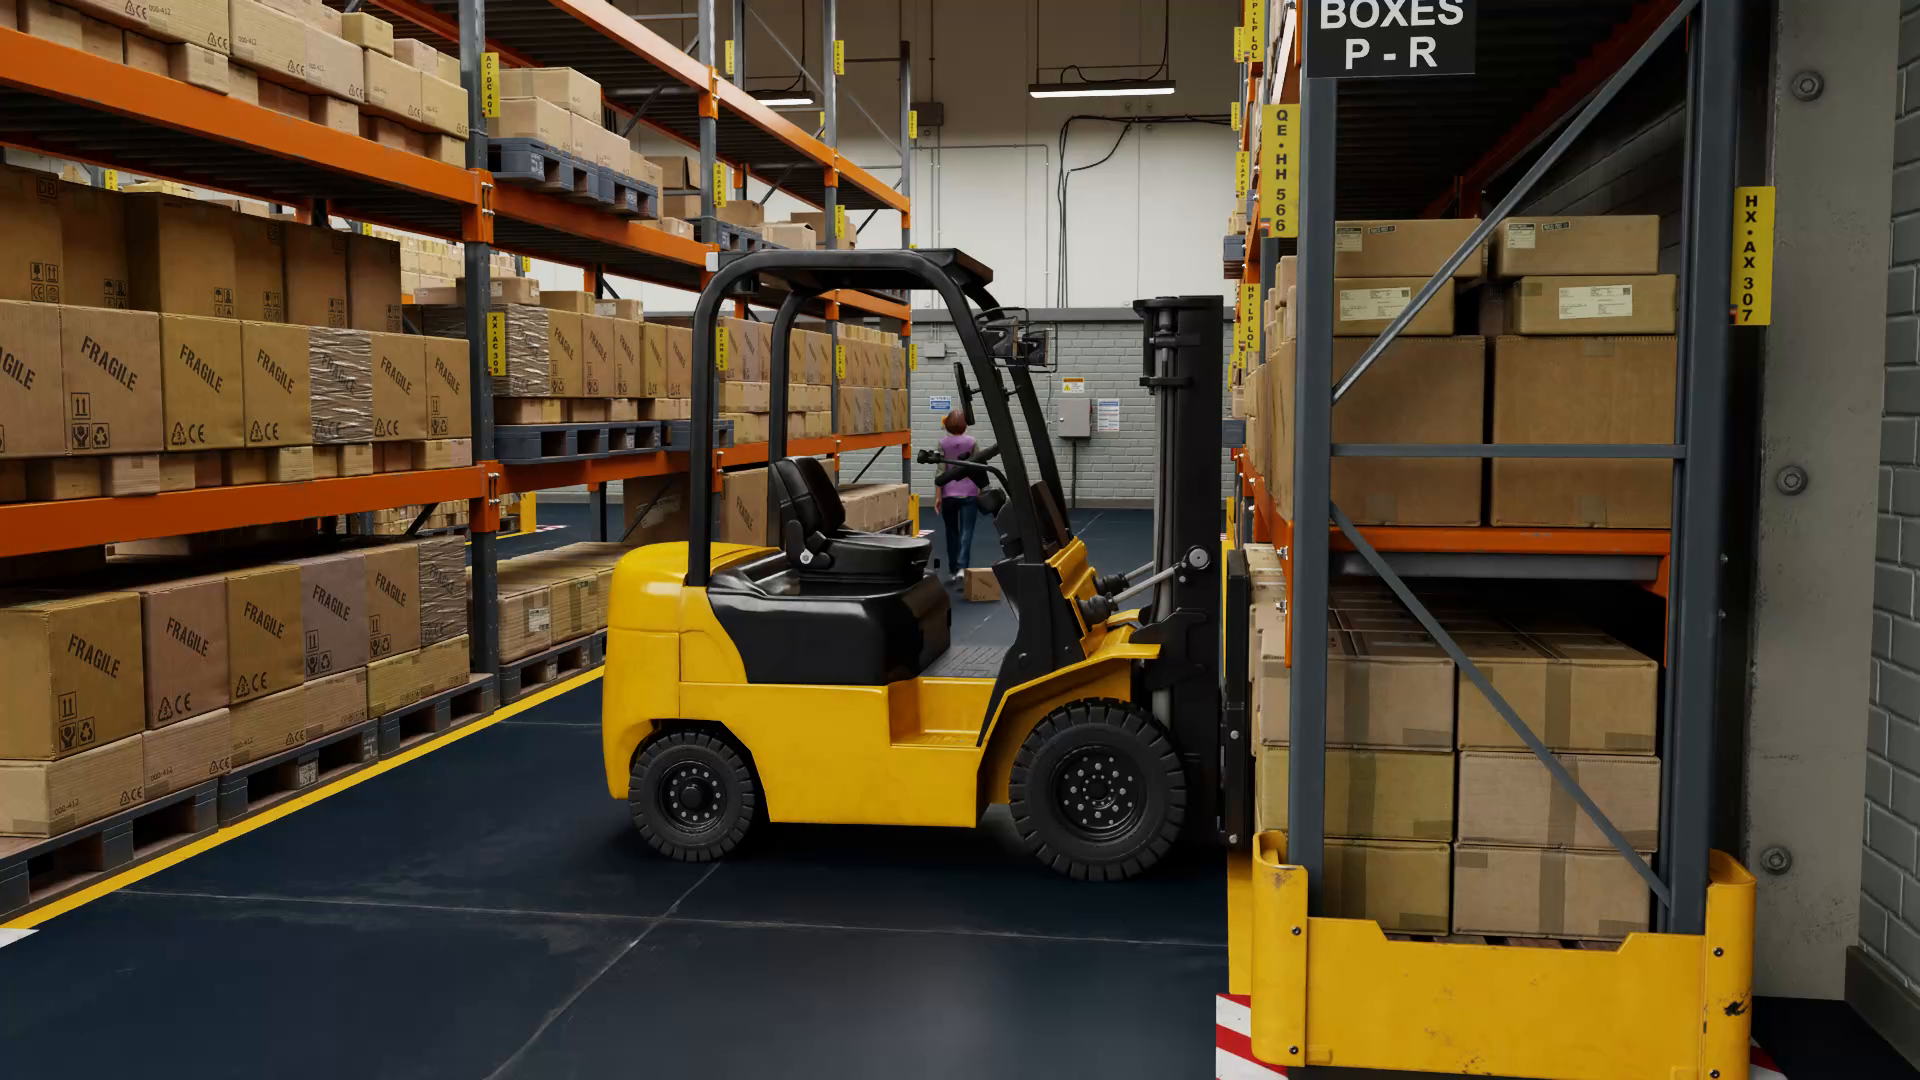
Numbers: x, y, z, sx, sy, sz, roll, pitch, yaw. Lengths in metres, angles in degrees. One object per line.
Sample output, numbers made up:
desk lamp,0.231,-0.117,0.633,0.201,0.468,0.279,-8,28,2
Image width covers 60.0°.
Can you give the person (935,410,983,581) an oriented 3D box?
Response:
person,0.004,-0.393,14.905,0.424,1.549,0.910,1,5,8
